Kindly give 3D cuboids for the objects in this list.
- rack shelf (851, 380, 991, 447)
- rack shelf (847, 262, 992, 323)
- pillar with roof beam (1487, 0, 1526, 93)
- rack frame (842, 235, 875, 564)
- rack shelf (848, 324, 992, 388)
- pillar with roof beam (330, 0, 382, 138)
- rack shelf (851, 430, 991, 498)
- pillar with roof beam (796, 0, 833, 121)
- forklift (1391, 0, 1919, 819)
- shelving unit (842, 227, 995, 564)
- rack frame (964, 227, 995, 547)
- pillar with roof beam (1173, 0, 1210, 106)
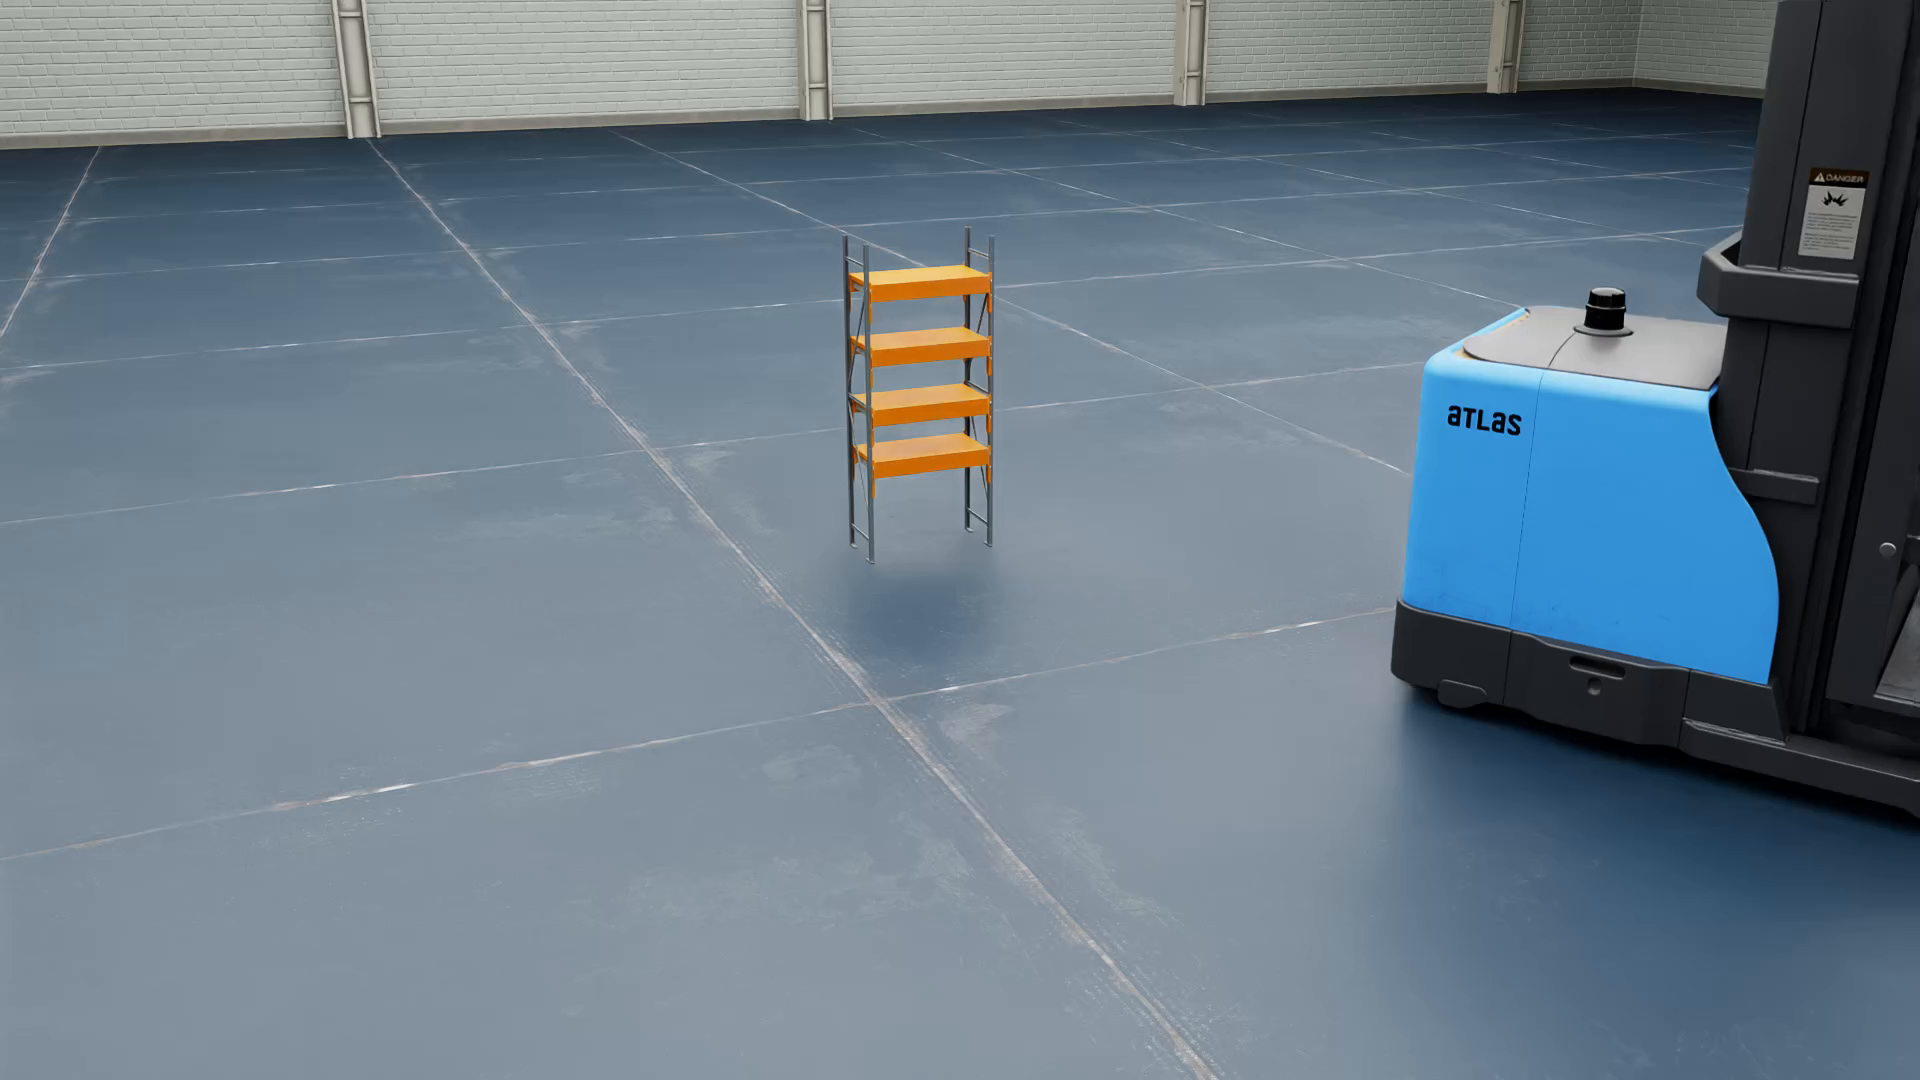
[{"bbox_3d":[-0.152,-0.481,6.283,0.480,0.148,0.258,-8,21,-22],"label":"rack shelf"},{"bbox_3d":[-0.152,-0.915,6.130,0.480,0.148,0.258,-8,21,-22],"label":"rack shelf"},{"bbox_3d":[10.716,-10.387,22.472,0.400,9.000,9.100,-8,21,-22],"label":"pillar with roof beam"},{"bbox_3d":[-0.376,-0.512,6.170,0.015,1.200,0.240,-8,21,-22],"label":"rack frame"},{"bbox_3d":[-0.152,-0.692,6.209,0.480,0.148,0.258,-8,21,-22],"label":"rack shelf"},{"bbox_3d":[-5.812,-8.019,15.747,0.400,9.000,9.100,-8,21,-22],"label":"pillar with roof beam"},{"bbox_3d":[-0.152,-0.293,6.349,0.480,0.148,0.258,-8,21,-22],"label":"rack shelf"},{"bbox_3d":[-0.303,-8.808,17.989,0.400,9.000,9.100,-8,21,-22],"label":"pillar with roof beam"},{"bbox_3d":[2.835,-0.751,4.241,3.031,2.935,1.130,13,23,33],"label":"forklift"},{"bbox_3d":[-0.152,-0.544,6.261,0.503,1.200,0.258,-8,21,-22],"label":"shelving unit"},{"bbox_3d":[0.072,-0.576,6.352,0.015,1.200,0.240,-8,21,-22],"label":"rack frame"},{"bbox_3d":[5.207,-9.598,20.231,0.400,9.000,9.100,-8,21,-22],"label":"pillar with roof beam"}]
